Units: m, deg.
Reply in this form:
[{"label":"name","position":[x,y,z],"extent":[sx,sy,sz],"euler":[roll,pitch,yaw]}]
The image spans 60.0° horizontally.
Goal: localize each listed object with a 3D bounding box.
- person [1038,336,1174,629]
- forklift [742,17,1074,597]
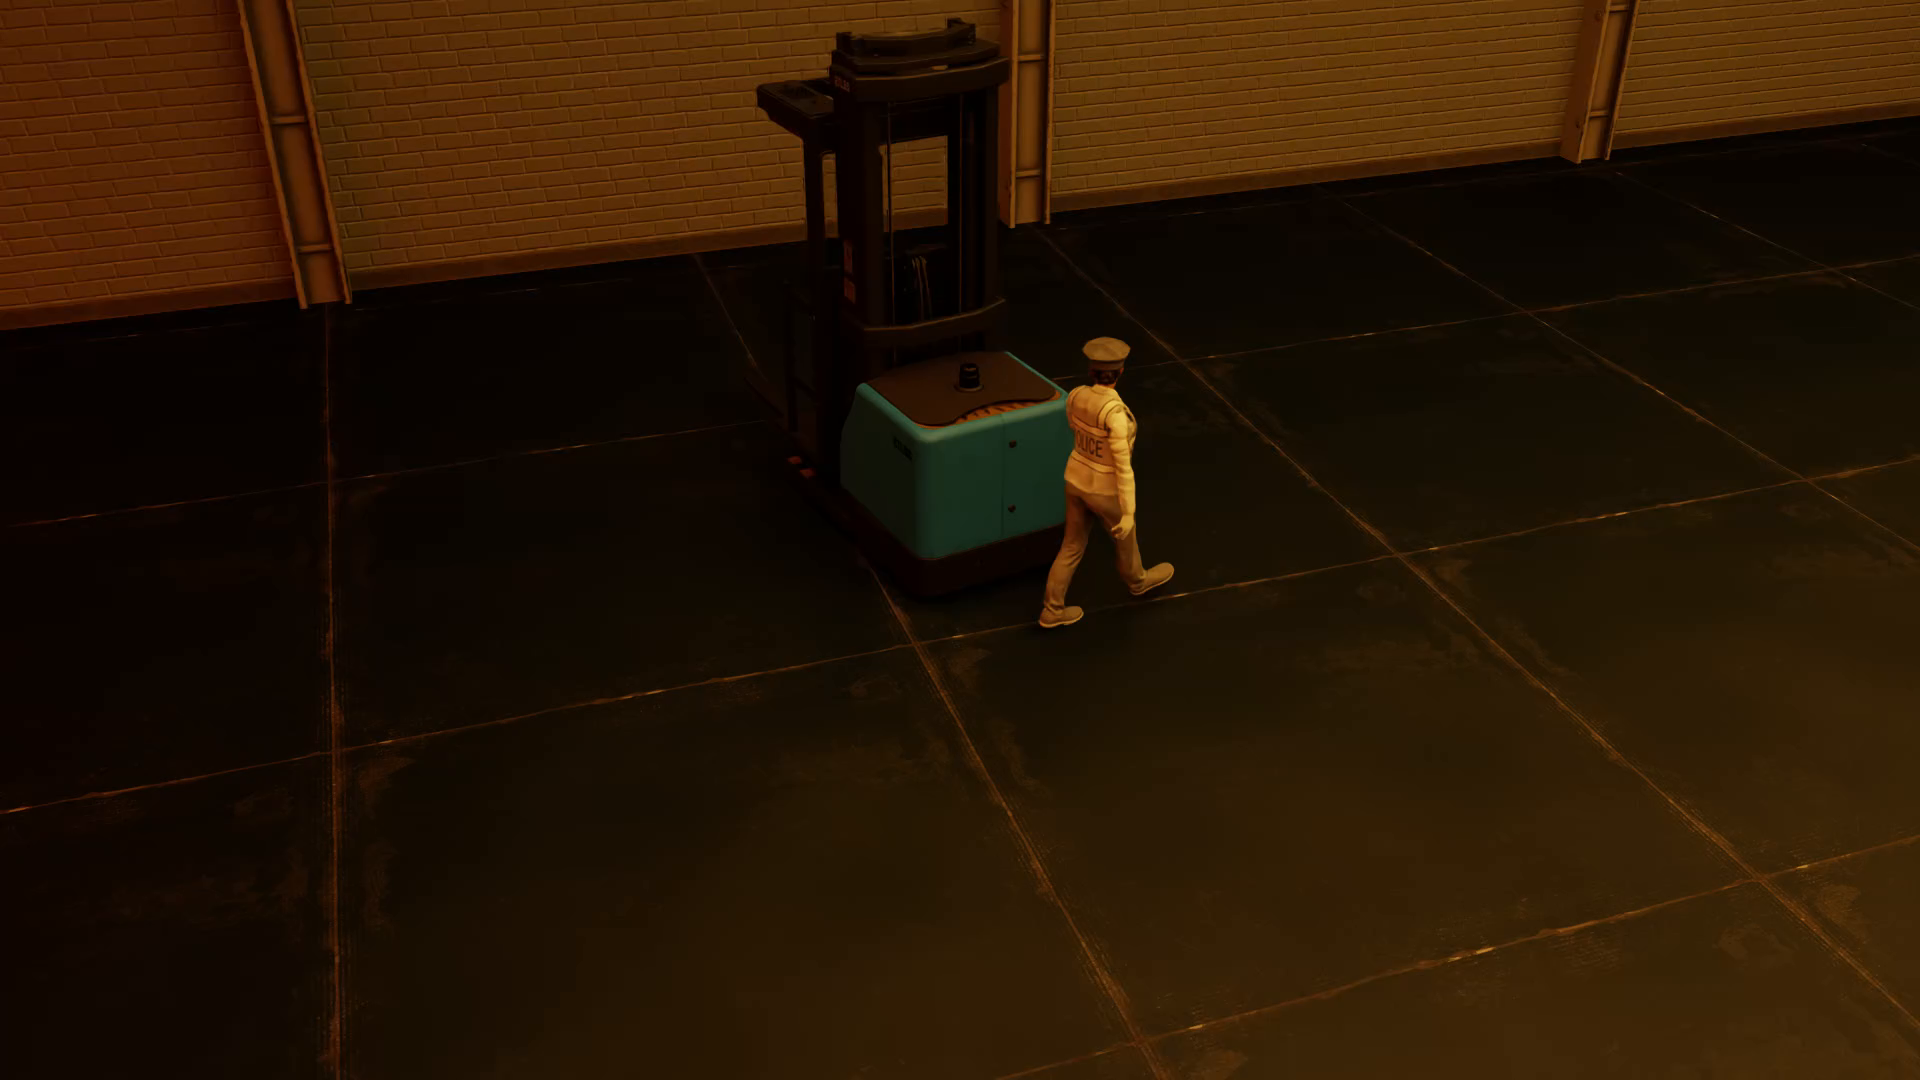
[{"label":"person","position":[0.832,-0.306,8.939],"extent":[0.857,1.624,0.658],"euler":[-22,36,-33]},{"label":"forklift","position":[-0.491,-1.657,9.968],"extent":[1.130,2.935,3.031],"euler":[-16,33,-25]}]
